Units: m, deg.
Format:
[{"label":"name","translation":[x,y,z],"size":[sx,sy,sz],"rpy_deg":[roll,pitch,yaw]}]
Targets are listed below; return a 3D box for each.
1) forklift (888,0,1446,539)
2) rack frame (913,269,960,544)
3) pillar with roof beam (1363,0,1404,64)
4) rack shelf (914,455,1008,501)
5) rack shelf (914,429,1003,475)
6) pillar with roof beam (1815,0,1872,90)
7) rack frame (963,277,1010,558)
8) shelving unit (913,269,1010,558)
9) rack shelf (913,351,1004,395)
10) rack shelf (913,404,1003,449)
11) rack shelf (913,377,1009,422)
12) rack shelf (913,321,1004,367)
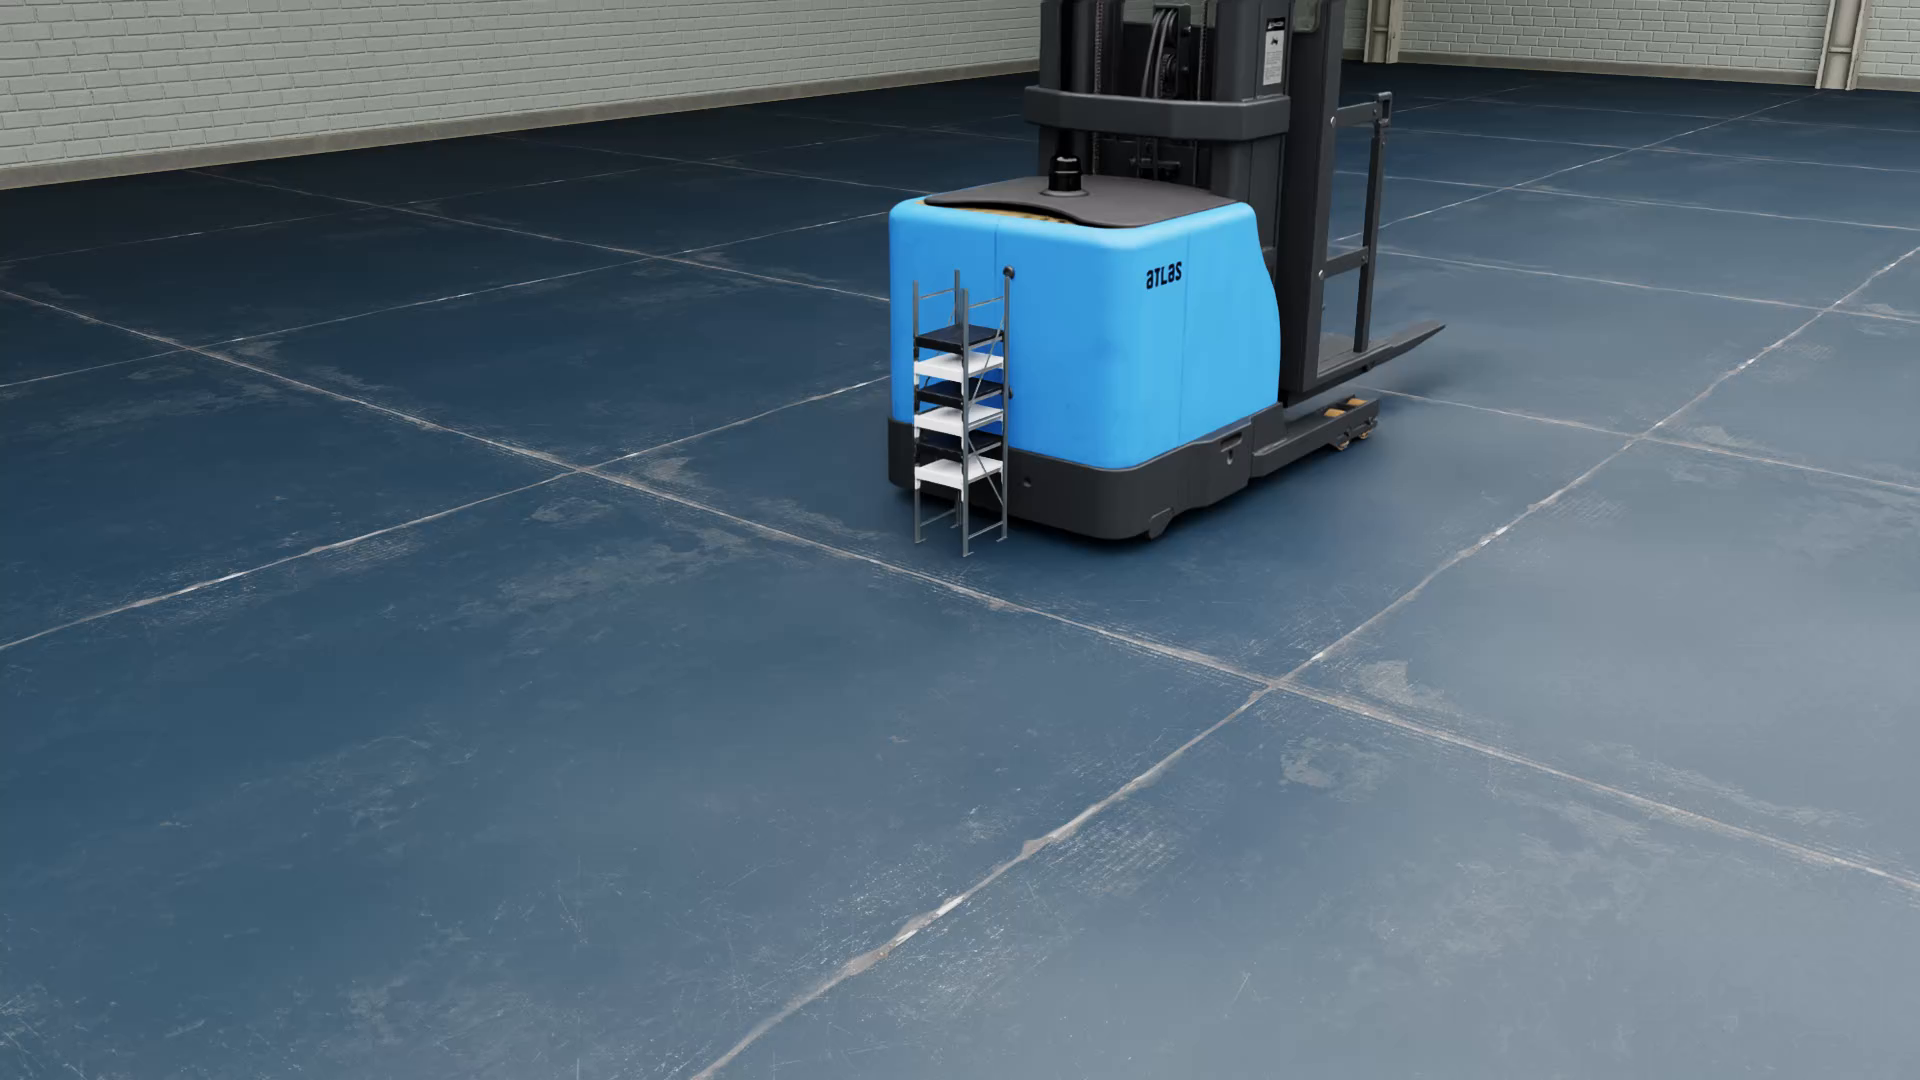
[{"label":"forklift","translation":[1.050,-1.823,6.349],"size":[1.130,2.935,3.031],"rpy_deg":[16,26,36]},{"label":"rack frame","translation":[-0.077,-0.440,5.560],"size":[0.006,0.900,0.240],"rpy_deg":[15,25,35]},{"label":"pillar with roof beam","translation":[3.308,-9.884,19.124],"size":[0.400,9.000,9.100],"rpy_deg":[16,26,36]},{"label":"rack shelf","translation":[0.004,-0.219,5.577],"size":[0.200,0.077,0.258],"rpy_deg":[15,25,35]},{"label":"rack shelf","translation":[0.004,-0.303,5.545],"size":[0.200,0.077,0.258],"rpy_deg":[15,25,35]},{"label":"pillar with roof beam","translation":[7.956,-8.545,15.574],"size":[0.400,9.000,9.100],"rpy_deg":[16,26,36]},{"label":"rack frame","translation":[0.085,-0.397,5.444],"size":[0.006,0.900,0.240],"rpy_deg":[15,25,35]},{"label":"shelving unit","translation":[0.004,-0.418,5.502],"size":[0.210,0.900,0.258],"rpy_deg":[15,25,35]},{"label":"rack shelf","translation":[0.004,-0.556,5.450],"size":[0.200,0.077,0.258],"rpy_deg":[15,25,35]},{"label":"rack shelf","translation":[0.004,-0.387,5.513],"size":[0.200,0.077,0.258],"rpy_deg":[15,25,35]},{"label":"rack shelf","translation":[0.004,-0.471,5.482],"size":[0.200,0.077,0.258],"rpy_deg":[15,25,35]},{"label":"rack shelf","translation":[0.004,-0.640,5.418],"size":[0.200,0.077,0.258],"rpy_deg":[15,25,35]}]
